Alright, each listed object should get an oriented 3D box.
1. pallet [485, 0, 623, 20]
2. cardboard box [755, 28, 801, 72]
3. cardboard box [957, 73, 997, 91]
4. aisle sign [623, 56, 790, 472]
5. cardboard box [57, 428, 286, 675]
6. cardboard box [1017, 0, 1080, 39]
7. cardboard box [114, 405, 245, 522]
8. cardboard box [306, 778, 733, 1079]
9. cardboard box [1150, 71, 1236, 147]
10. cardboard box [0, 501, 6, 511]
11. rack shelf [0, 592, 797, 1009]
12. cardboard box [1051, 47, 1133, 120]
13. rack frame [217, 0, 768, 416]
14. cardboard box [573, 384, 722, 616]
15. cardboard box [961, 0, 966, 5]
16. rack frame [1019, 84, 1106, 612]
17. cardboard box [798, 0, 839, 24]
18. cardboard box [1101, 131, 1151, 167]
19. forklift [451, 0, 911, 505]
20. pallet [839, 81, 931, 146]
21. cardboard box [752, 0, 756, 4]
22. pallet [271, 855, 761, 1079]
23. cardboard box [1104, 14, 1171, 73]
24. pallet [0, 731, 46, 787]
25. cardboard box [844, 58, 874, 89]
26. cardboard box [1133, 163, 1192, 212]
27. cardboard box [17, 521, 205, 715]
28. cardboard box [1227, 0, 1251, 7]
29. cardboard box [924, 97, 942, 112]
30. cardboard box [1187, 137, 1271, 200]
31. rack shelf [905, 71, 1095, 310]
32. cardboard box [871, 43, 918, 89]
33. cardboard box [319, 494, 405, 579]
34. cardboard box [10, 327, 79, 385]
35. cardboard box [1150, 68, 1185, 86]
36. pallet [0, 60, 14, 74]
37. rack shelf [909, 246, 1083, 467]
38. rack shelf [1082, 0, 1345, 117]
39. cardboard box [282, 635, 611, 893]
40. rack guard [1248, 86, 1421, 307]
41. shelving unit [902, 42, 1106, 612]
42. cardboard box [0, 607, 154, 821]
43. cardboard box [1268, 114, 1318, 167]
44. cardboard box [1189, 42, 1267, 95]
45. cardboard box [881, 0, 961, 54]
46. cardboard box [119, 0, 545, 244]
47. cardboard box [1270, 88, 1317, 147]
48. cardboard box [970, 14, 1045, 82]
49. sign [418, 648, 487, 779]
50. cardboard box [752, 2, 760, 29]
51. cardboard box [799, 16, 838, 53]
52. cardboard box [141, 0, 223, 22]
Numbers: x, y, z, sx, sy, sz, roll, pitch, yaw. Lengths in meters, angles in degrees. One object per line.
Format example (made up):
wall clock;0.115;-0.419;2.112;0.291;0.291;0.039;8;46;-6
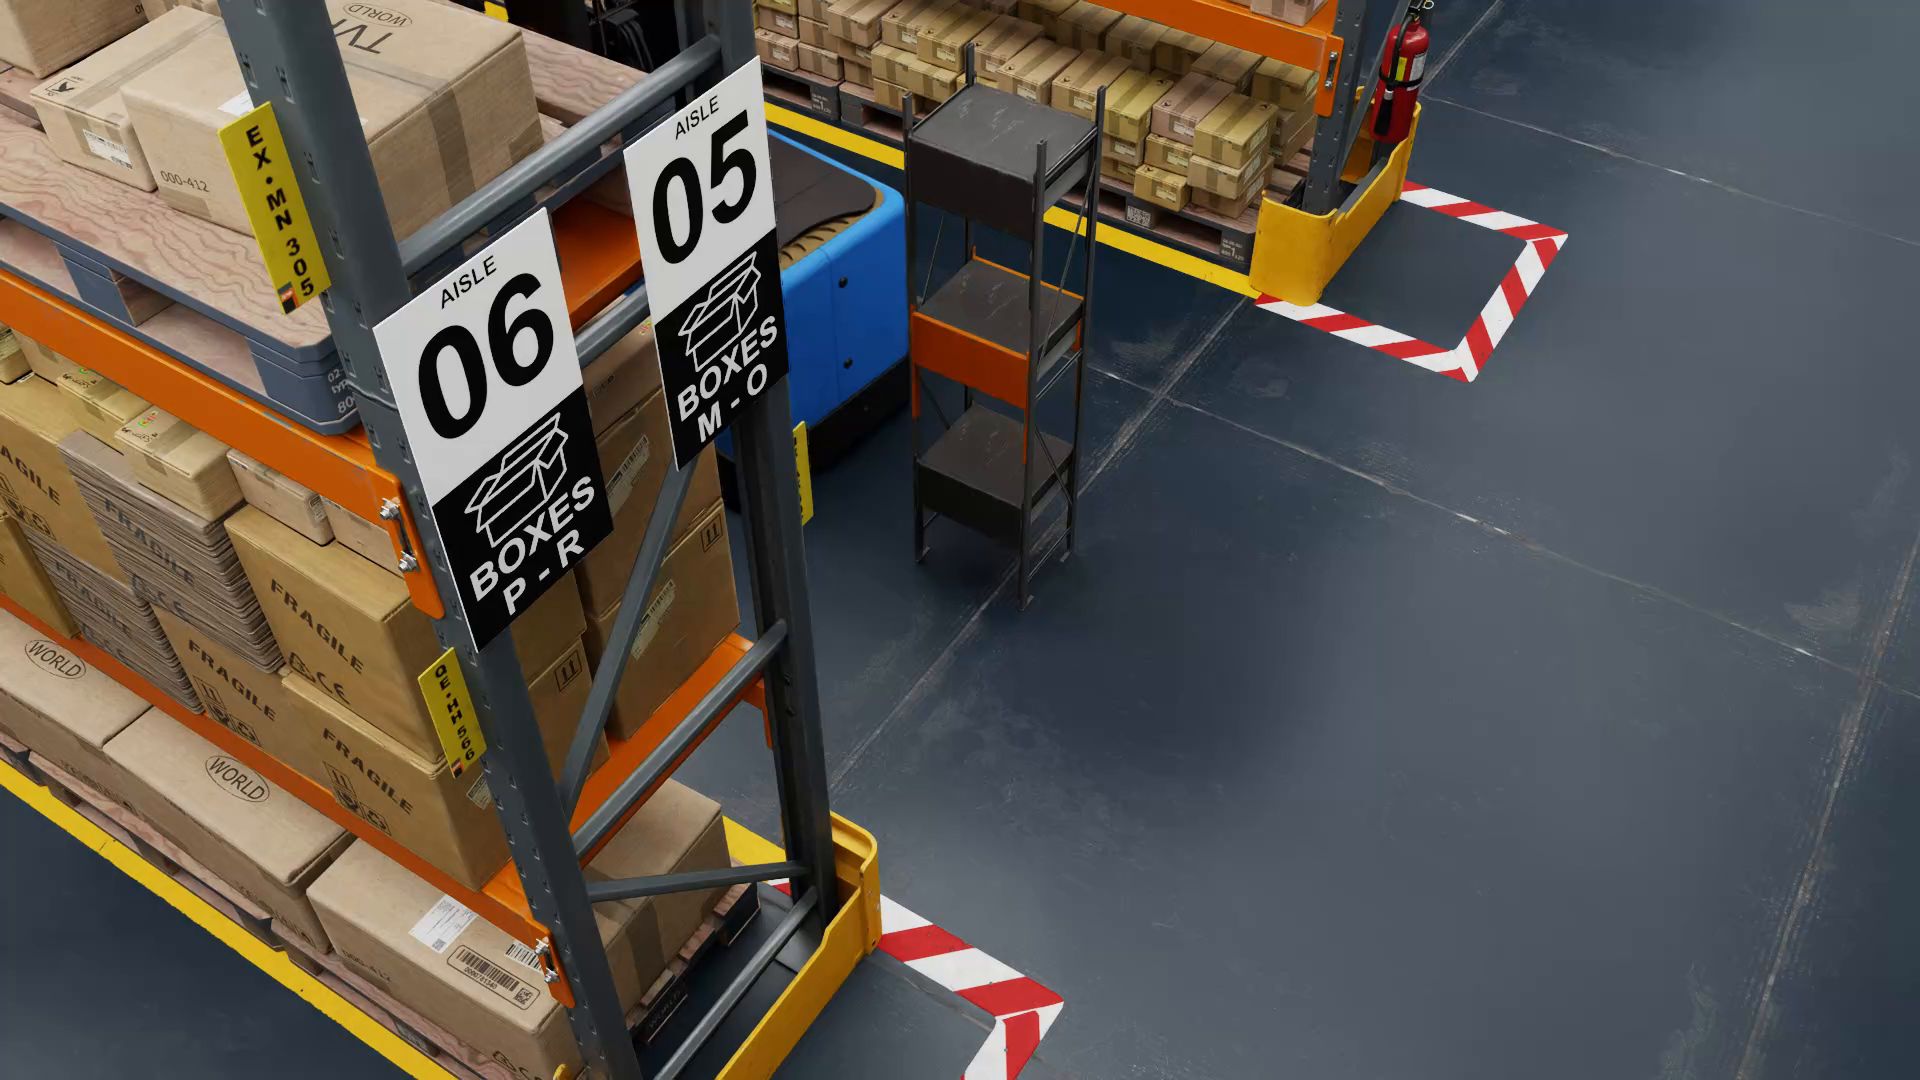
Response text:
pallet;-2.147;-3.391;9.898;1.213;0.211;1.003;25;51;22
cardboard box;-0.897;-2.712;8.989;0.250;0.149;0.380;24;51;22
cardboard box;0.191;-2.305;8.386;0.250;0.149;0.380;27;52;24
aisle sign;-0.494;-0.539;3.370;0.004;0.787;0.394;25;51;22
cardboard box;-1.701;-0.097;3.986;0.500;0.500;0.500;25;51;22
cardboard box;0.500;-2.779;8.639;0.250;0.149;0.380;25;51;23
cardboard box;-1.611;-0.246;3.679;0.250;0.149;0.380;24;51;22
cardboard box;-1.321;1.065;5.117;0.875;0.438;0.875;23;50;21
cardboard box;1.113;-2.058;7.938;0.250;0.149;0.380;26;51;23
cardboard box;-2.538;-0.486;4.364;0.500;0.500;0.500;24;51;22
rack shelf;-2.395;-0.010;5.170;4.000;0.370;1.077;25;51;22
cardboard box;0.643;-2.220;8.096;0.250;0.149;0.380;23;50;21
rack frame;-0.711;-1.577;2.008;0.127;3.000;1.000;25;51;22
cardboard box;-0.961;-0.227;4.112;0.500;0.500;0.500;24;50;21
cardboard box;0.087;-2.981;8.836;0.250;0.149;0.380;23;50;21
rack frame;0.345;-0.573;5.843;0.015;2.100;0.400;25;51;22
cardboard box;-0.642;-2.866;8.724;0.250;0.149;0.380;23;50;21
cardboard box;0.839;-2.002;8.092;0.250;0.149;0.380;23;50;21
forklift;-1.653;-2.048;6.696;3.031;2.935;1.130;31;53;26
pallet;0.125;-2.380;8.915;1.213;0.211;1.003;25;51;22
cardboard box;-1.113;-3.022;8.875;0.250;0.149;0.380;27;52;24
pallet;-1.427;1.223;5.414;1.213;0.211;1.003;25;51;22
cardboard box;0.925;-2.537;8.404;0.250;0.149;0.380;22;50;20
pallet;-3.480;0.279;6.332;1.213;0.211;1.003;25;51;22
cardboard box;-0.411;-2.561;8.842;0.250;0.149;0.380;23;50;21
cardboard box;1.049;-1.783;8.086;0.250;0.149;0.380;26;51;23
cardboard box;-2.113;0.055;4.535;0.500;0.500;0.500;26;51;23
cardboard box;1.260;-2.501;7.263;0.250;0.149;0.380;25;51;22
cardboard box;0.019;-2.347;8.634;0.250;0.149;0.380;26;51;23
cardboard box;1.278;-1.802;7.897;0.250;0.149;0.380;23;50;21
rack shelf;0.139;-1.146;5.442;0.480;0.518;0.431;25;51;22
cardboard box;-0.250;-2.506;8.581;0.250;0.149;0.380;24;51;22
cardboard box;-1.121;-0.114;3.550;0.250;0.149;0.380;25;51;23
cardboard box;-1.982;-0.513;3.938;0.250;0.149;0.380;24;51;22
cardboard box;1.120;-2.309;8.390;0.250;0.149;0.380;25;51;23
pallet;-2.372;-1.253;3.847;1.213;0.211;1.003;25;51;22
rack shelf;0.139;-0.658;5.944;0.480;0.518;0.431;25;51;22
rack shelf;0.193;-3.037;8.111;4.000;0.370;1.077;25;51;22
cardboard box;-1.260;0.452;4.149;0.500;0.500;0.500;25;51;22
rack guard;1.812;-1.672;8.026;0.348;0.500;1.175;25;51;22
shelving unit;0.139;-0.668;5.935;0.503;2.100;0.431;25;51;22
cardboard box;-2.854;0.366;5.797;0.875;0.438;0.875;23;50;21
cardboard box;1.608;-2.062;8.358;0.250;0.149;0.380;26;51;23
cardboard box;1.321;-2.316;8.189;0.250;0.149;0.380;26;51;23
cardboard box;-0.198;-2.663;8.526;0.250;0.149;0.380;23;50;21
cardboard box;-1.139;-0.780;3.067;0.500;0.250;0.500;20;49;19
cardboard box;1.574;-2.128;8.214;0.250;0.149;0.380;27;52;24
cardboard box;0.225;-2.459;8.328;0.250;0.149;0.380;23;50;21
sign;-1.016;0.350;3.346;0.005;0.325;0.100;25;51;22
cardboard box;-1.097;-2.941;9.004;0.250;0.149;0.380;25;51;22
cardboard box;-0.647;-2.763;8.831;0.250;0.149;0.380;22;50;20
cardboard box;-1.503;-1.185;3.531;0.250;0.149;0.380;26;51;23
